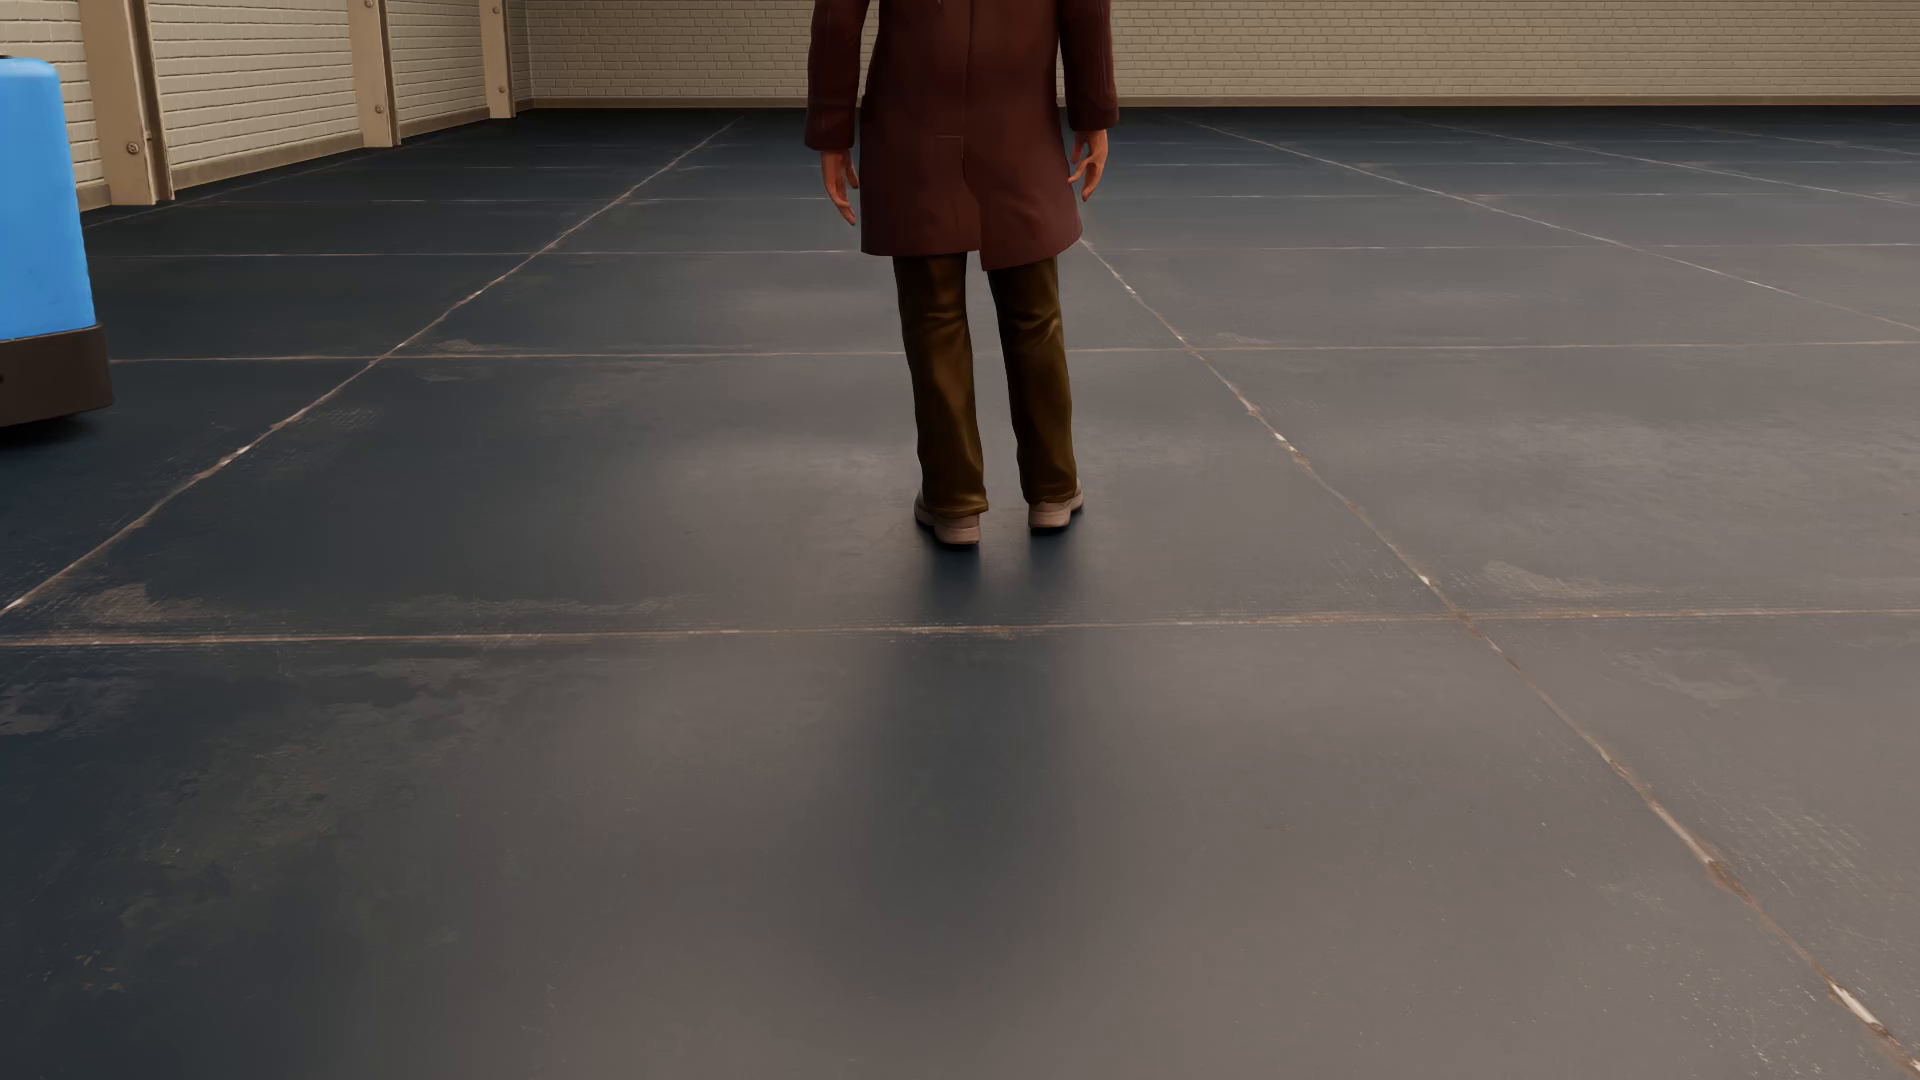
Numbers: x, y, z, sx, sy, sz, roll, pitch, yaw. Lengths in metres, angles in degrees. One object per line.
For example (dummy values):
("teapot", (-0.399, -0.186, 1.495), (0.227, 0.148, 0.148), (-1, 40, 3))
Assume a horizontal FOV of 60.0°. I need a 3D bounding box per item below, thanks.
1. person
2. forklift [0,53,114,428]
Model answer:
("person", (0.000, -0.883, 3.743), (0.696, 1.775, 0.582), (-1, 17, -3))
("forklift", (-4.071, -1.850, 4.955), (3.031, 2.935, 1.130), (10, 20, 30))
